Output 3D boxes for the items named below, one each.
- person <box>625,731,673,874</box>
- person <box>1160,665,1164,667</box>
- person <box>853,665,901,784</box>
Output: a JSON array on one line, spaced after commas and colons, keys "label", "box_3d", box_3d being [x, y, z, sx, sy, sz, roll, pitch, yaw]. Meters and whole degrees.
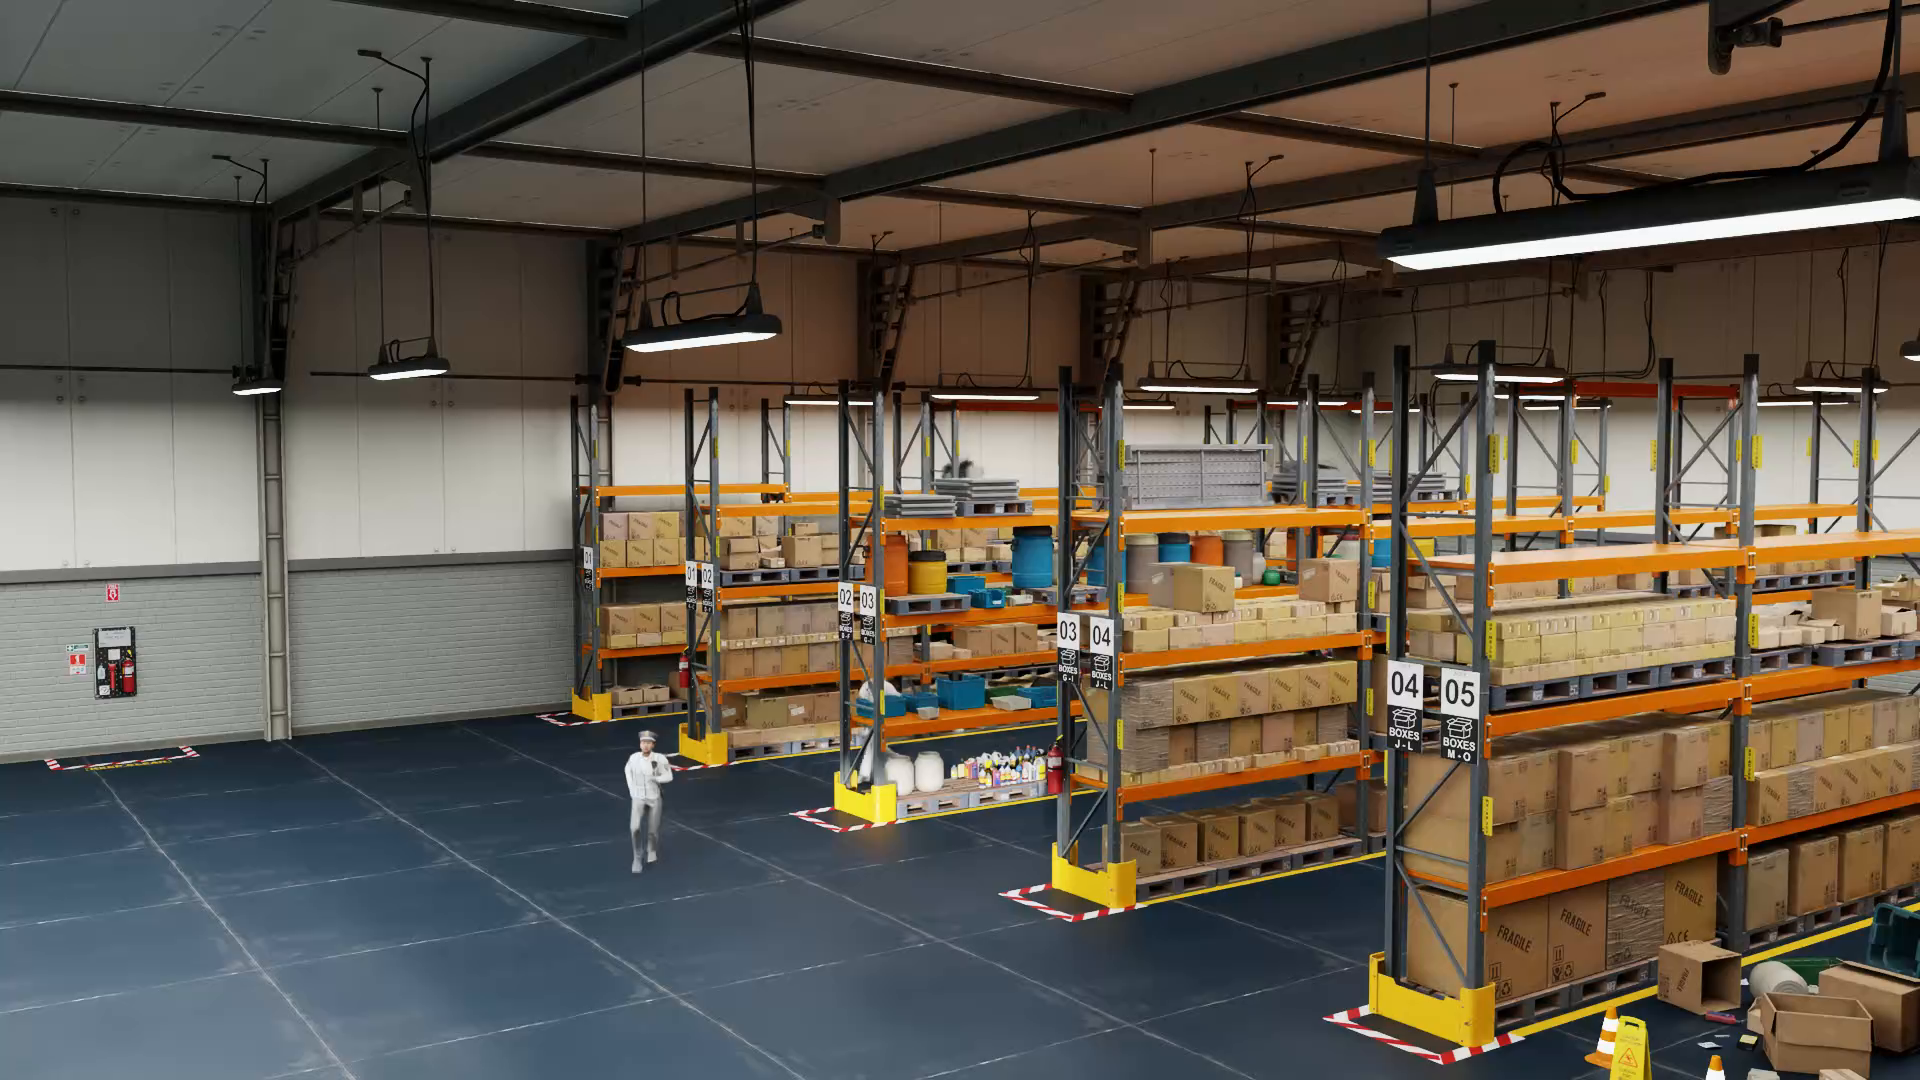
[{"label": "person", "box_3d": [-3.748, 3.132, 20.016, 0.601, 1.724, 0.728, 0, 3, -4]}, {"label": "person", "box_3d": [3.224, 2.658, 28.000, 0.729, 1.743, 0.594, -2, 4, -34]}, {"label": "person", "box_3d": [-1.293, 2.745, 25.132, 1.054, 1.753, 0.711, -3, 5, -44]}]
